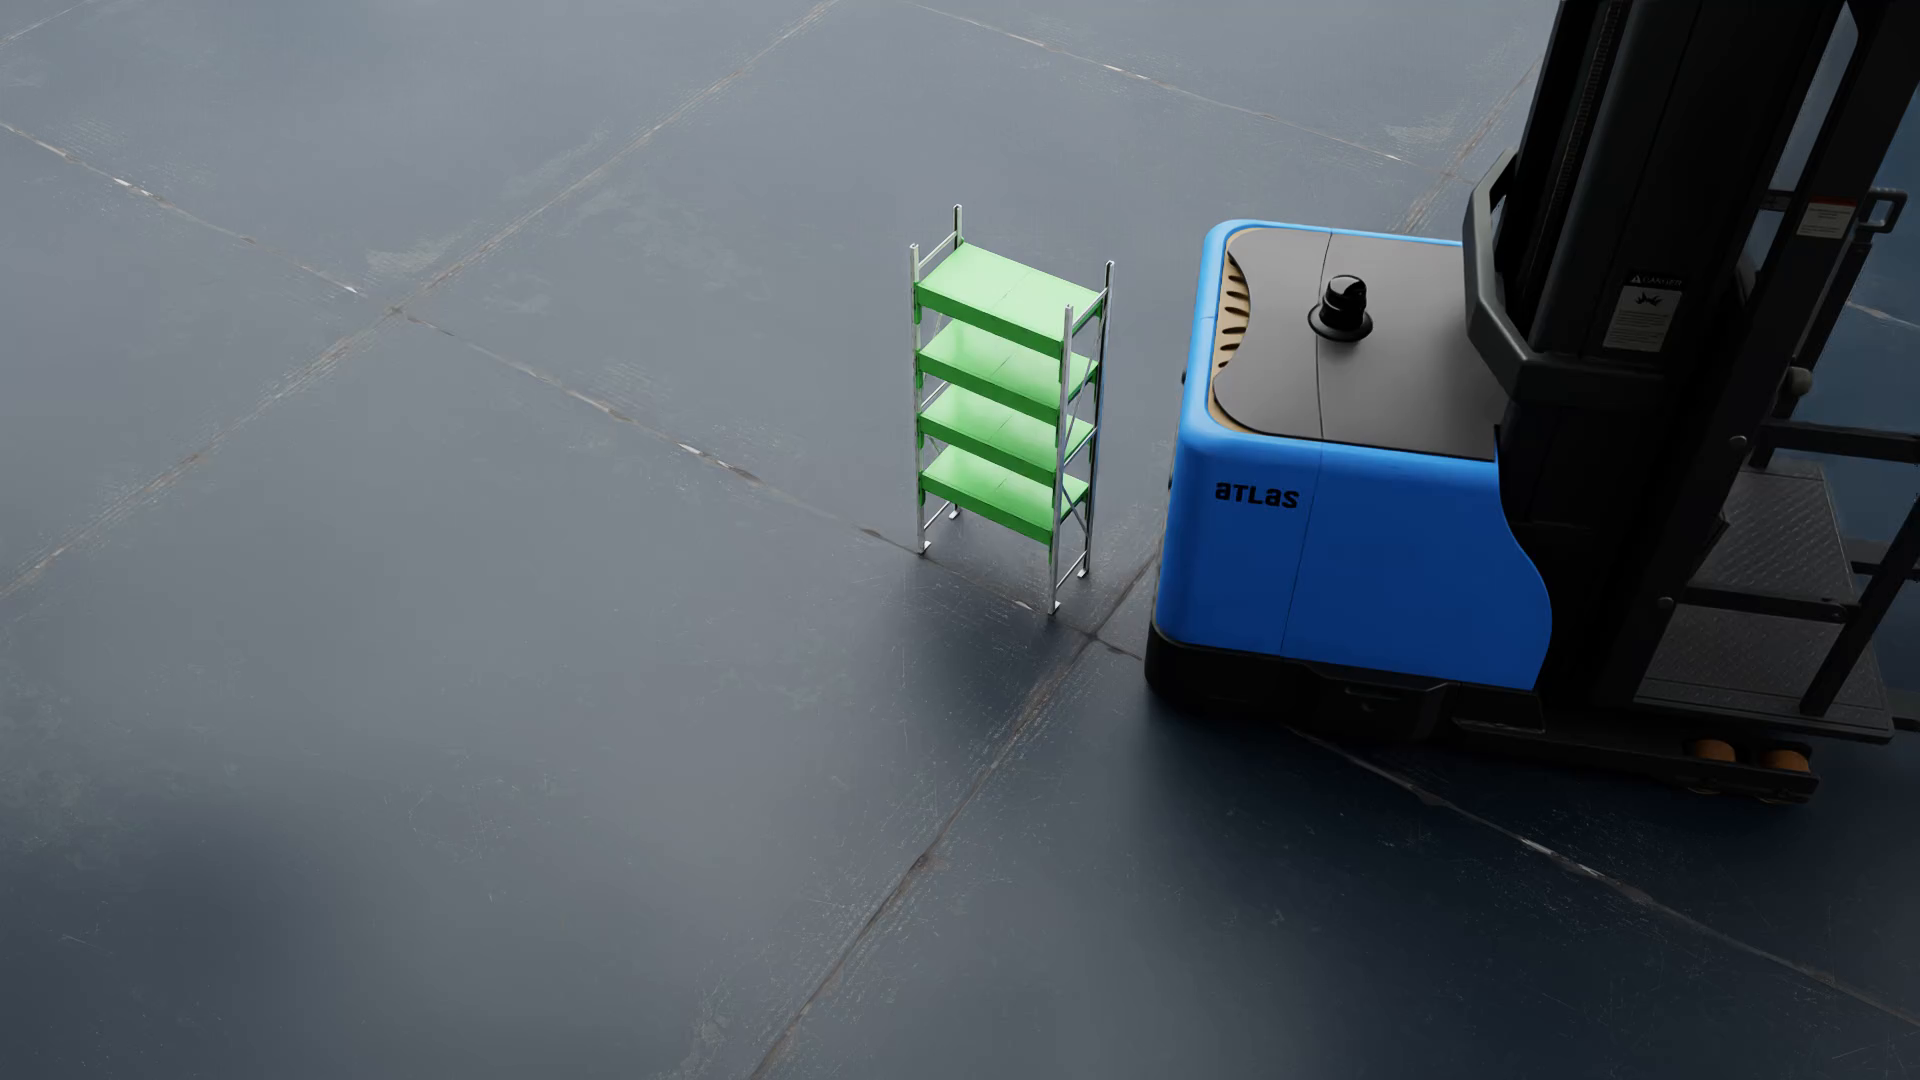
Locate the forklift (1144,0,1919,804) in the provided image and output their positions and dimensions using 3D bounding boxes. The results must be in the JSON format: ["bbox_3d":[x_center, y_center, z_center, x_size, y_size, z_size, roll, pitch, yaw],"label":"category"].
[{"bbox_3d":[2.115,-0.691,4.049,3.031,2.935,1.130,7,46,7],"label":"forklift"}]

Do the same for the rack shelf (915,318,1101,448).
[{"bbox_3d":[0.139,-0.477,4.803,0.480,0.148,0.258,25,51,22],"label":"rack shelf"}]

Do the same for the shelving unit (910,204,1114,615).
[{"bbox_3d":[0.139,-0.354,4.929,0.503,1.200,0.258,25,51,22],"label":"shelving unit"}]

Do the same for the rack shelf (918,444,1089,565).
[{"bbox_3d":[0.139,-0.142,5.147,0.480,0.148,0.258,25,51,22],"label":"rack shelf"}]

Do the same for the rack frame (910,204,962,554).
[{"bbox_3d":[-0.066,-0.449,5.021,0.015,1.200,0.240,25,51,22],"label":"rack frame"}]

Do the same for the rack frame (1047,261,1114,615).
[{"bbox_3d":[0.345,-0.260,4.837,0.015,1.200,0.240,25,51,22],"label":"rack frame"}]

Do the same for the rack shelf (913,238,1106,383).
[{"bbox_3d":[0.139,-0.644,4.630,0.480,0.148,0.258,25,51,22],"label":"rack shelf"}]

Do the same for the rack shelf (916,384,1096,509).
[{"bbox_3d":[0.139,-0.310,4.975,0.480,0.148,0.258,25,51,22],"label":"rack shelf"}]
